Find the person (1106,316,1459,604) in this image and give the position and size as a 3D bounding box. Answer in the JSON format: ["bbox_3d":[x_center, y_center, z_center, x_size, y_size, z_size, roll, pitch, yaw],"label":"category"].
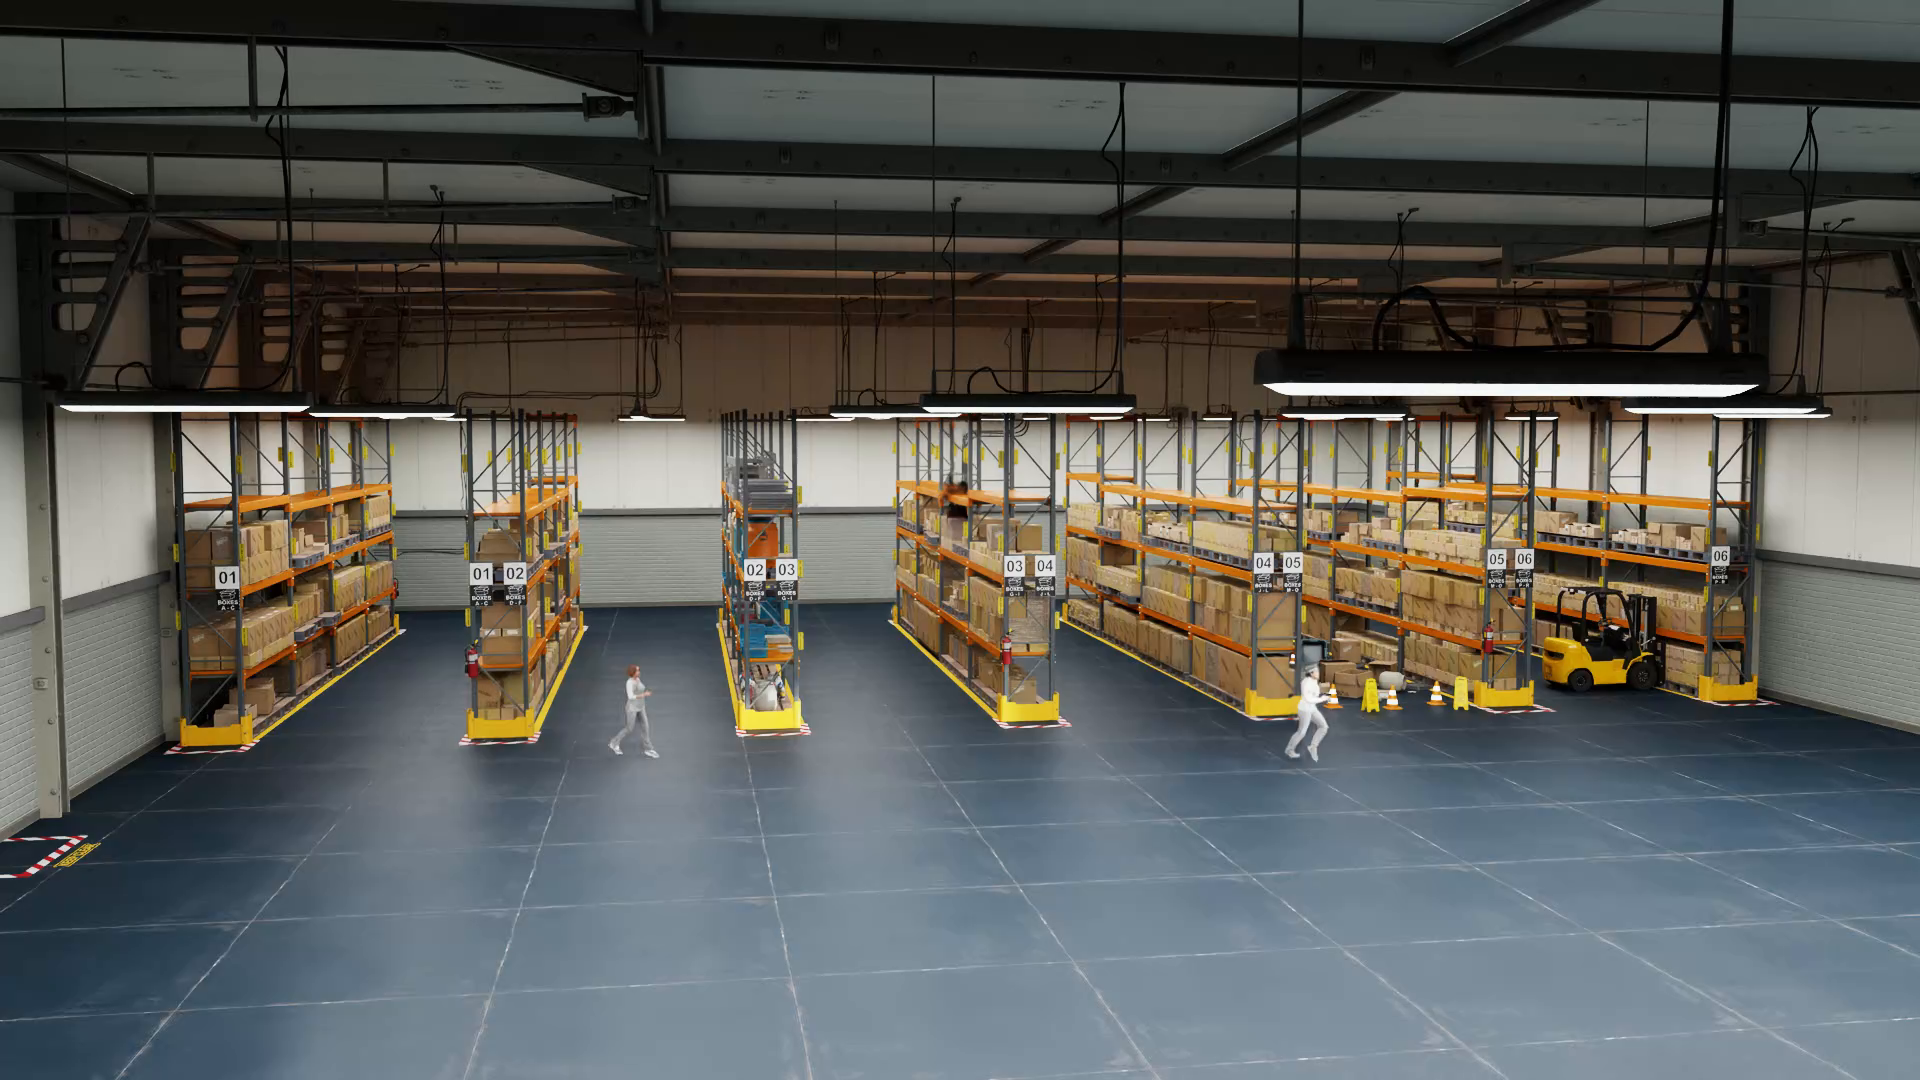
[{"bbox_3d":[9.051,-2.371,50.648,9.743,8.875,9.002,-1,4,-9],"label":"person"}]

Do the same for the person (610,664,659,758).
[{"bbox_3d":[-5.571,2.917,28.432,0.878,1.596,0.533,1,4,16],"label":"person"}]

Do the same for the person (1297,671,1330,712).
[{"bbox_3d":[6.011,2.505,28.162,0.580,0.783,0.532,2,5,29],"label":"person"}]
